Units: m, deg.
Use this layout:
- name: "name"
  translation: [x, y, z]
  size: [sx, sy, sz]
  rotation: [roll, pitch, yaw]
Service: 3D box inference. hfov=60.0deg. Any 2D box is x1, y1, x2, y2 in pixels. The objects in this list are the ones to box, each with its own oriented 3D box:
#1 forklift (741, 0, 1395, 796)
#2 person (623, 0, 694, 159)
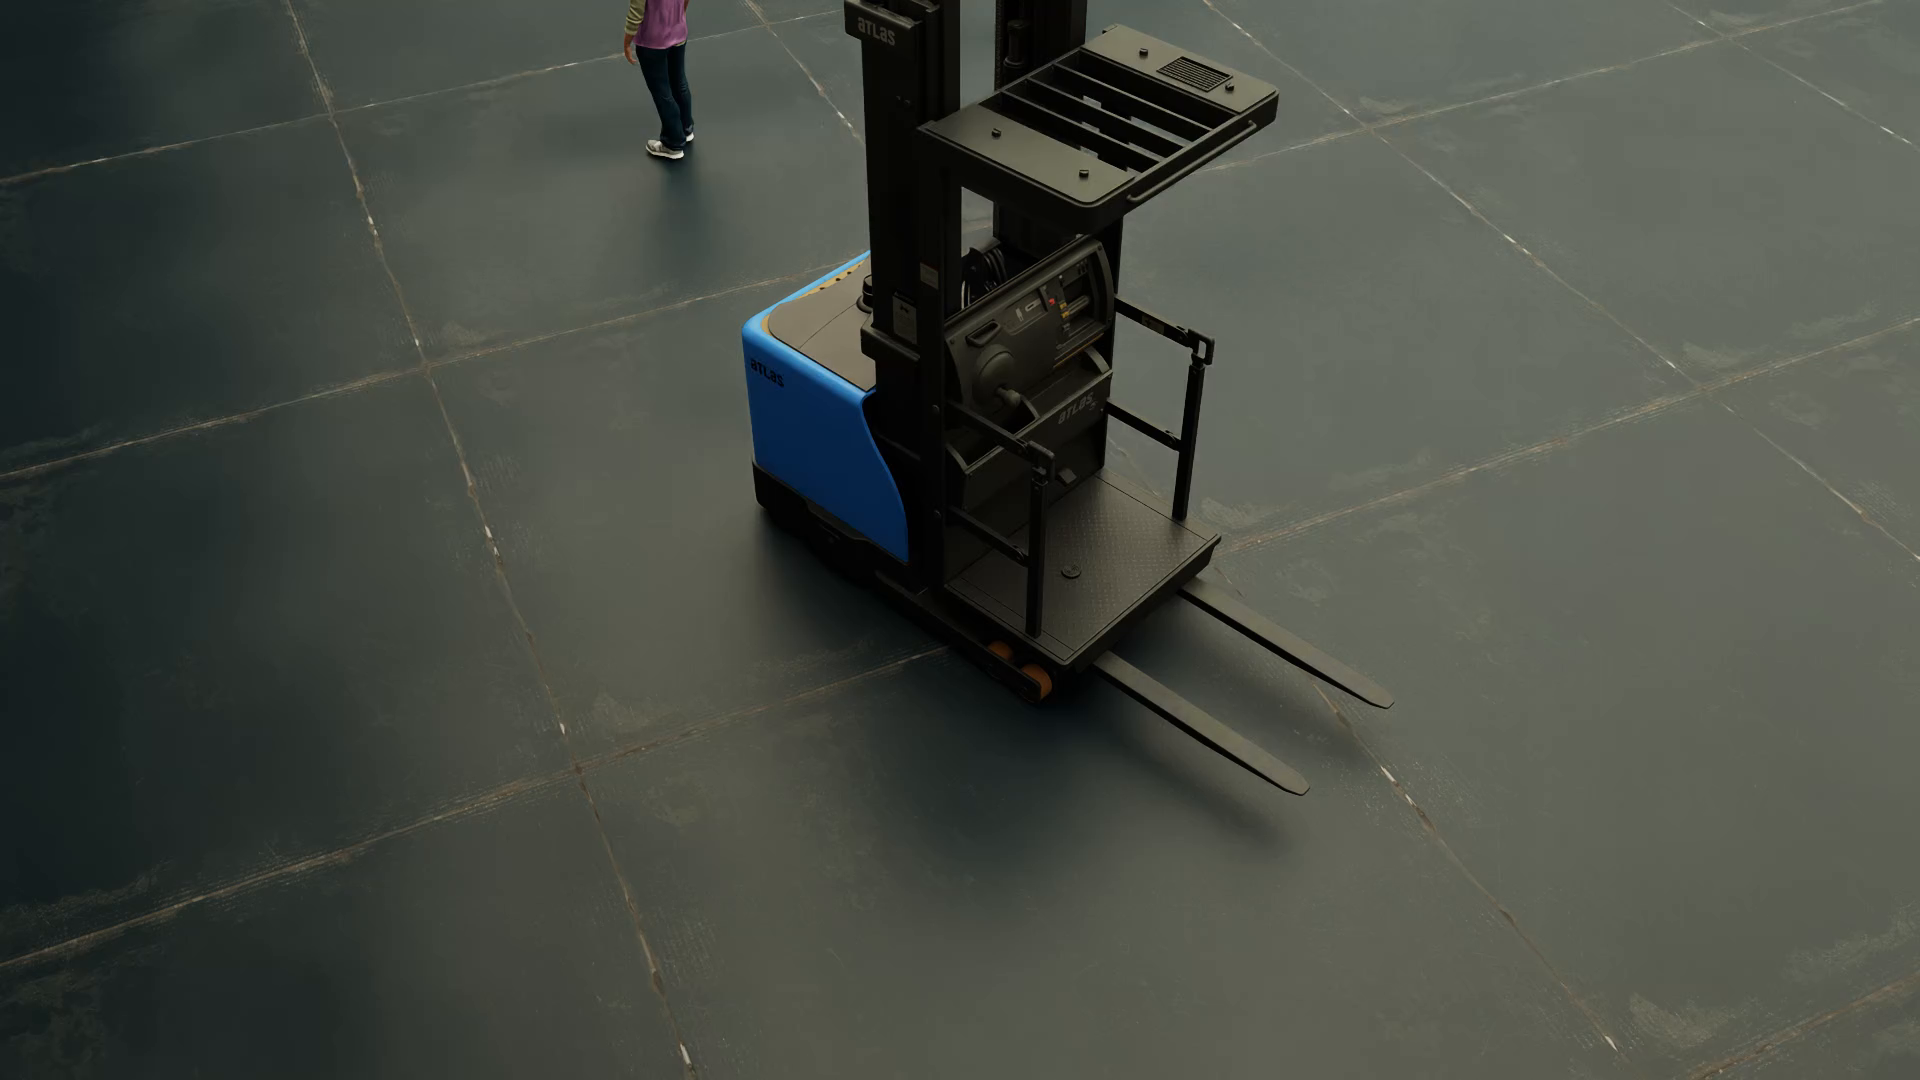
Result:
- name: "forklift"
  translation: [0.445, -0.788, 6.525]
  size: [3.031, 2.935, 1.130]
  rotation: [32, 52, 30]
- name: "person"
  translation: [-1.826, -3.012, 9.878]
  size: [0.473, 1.595, 0.519]
  rotation: [29, 50, 27]
